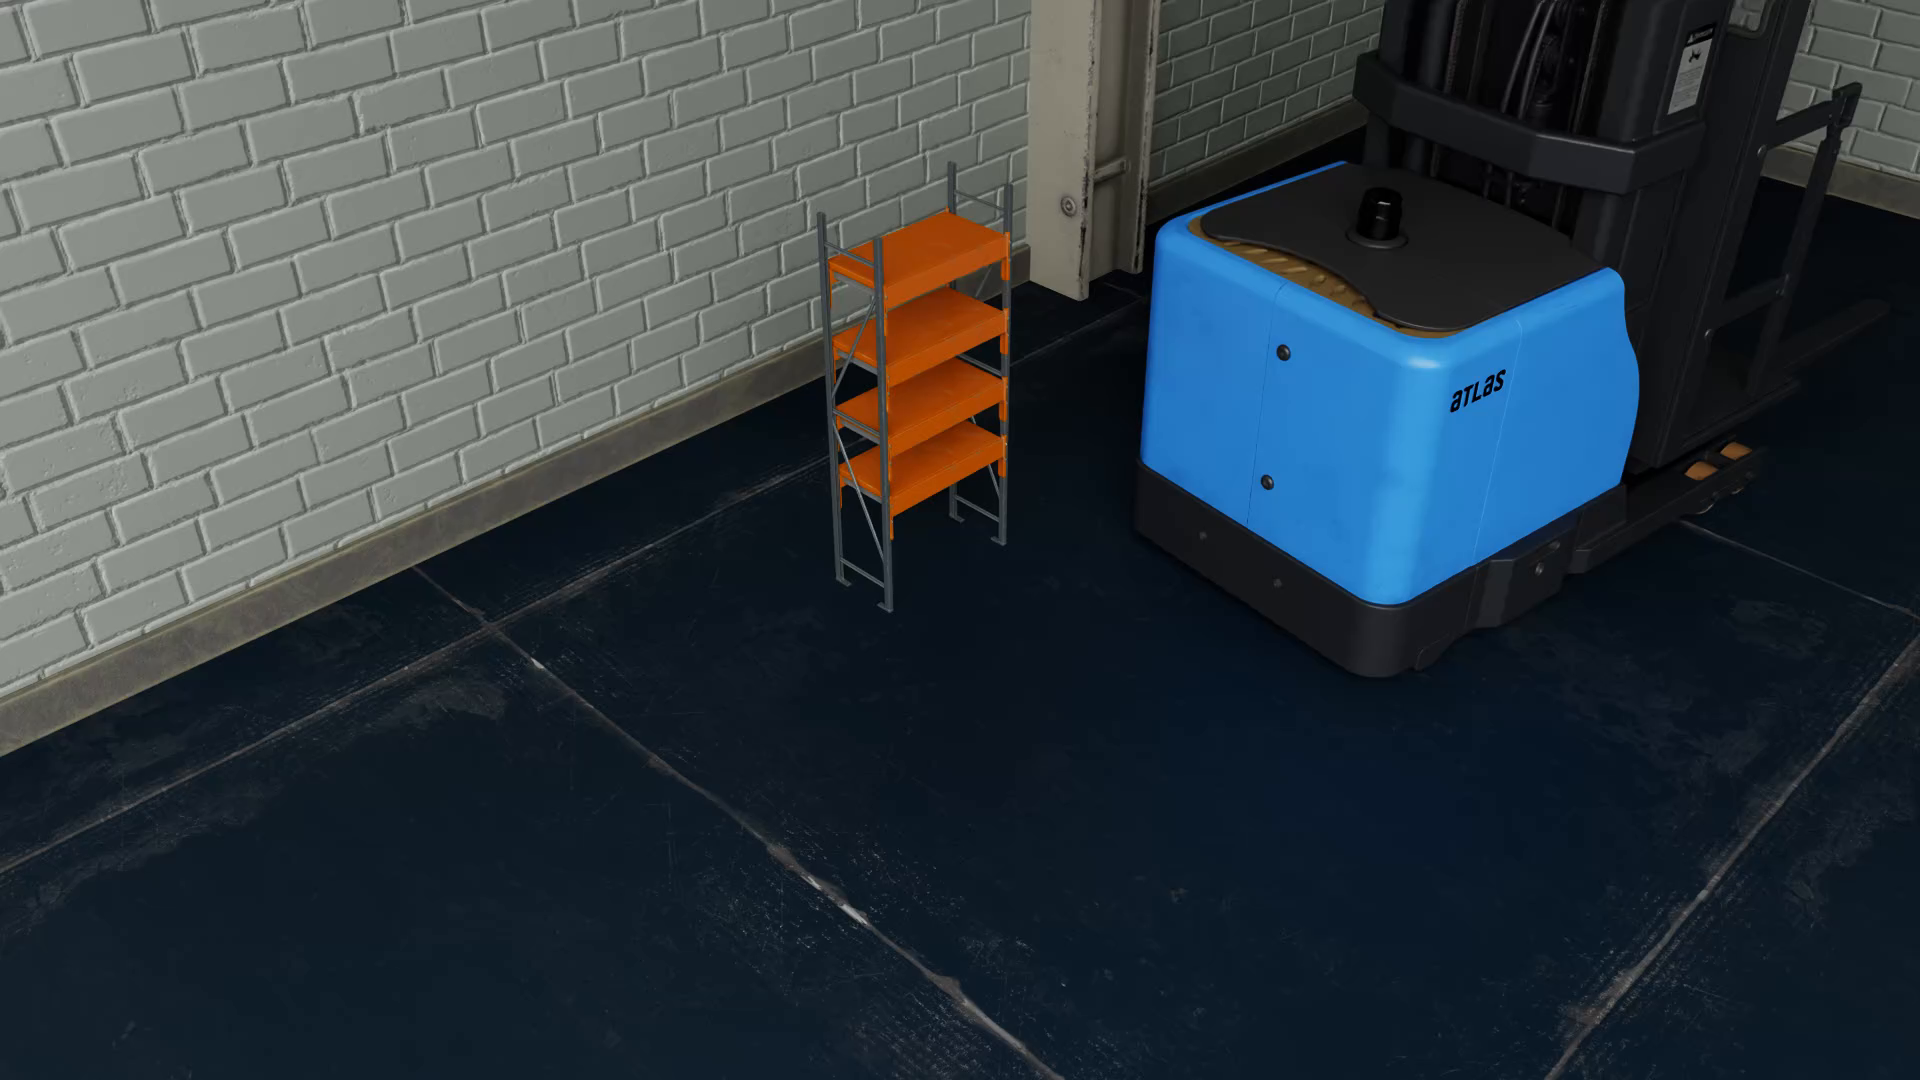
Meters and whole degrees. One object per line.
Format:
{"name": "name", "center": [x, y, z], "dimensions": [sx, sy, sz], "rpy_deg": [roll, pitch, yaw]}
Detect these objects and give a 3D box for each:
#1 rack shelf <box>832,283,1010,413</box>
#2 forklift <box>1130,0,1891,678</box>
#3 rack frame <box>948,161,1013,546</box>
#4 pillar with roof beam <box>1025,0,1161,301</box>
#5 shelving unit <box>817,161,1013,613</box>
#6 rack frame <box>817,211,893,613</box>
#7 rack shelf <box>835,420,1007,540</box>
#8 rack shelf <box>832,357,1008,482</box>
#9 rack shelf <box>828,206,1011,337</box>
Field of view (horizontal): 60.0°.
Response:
{"name": "rack shelf", "center": [-0.117, -0.553, 4.721], "dimensions": [0.258, 0.148, 0.480], "rpy_deg": [30, 45, 35]}
{"name": "forklift", "center": [2.010, -1.504, 4.844], "dimensions": [3.031, 2.935, 1.130], "rpy_deg": [-24, 41, -30]}
{"name": "rack frame", "center": [0.055, -0.524, 4.952], "dimensions": [0.240, 1.200, 0.015], "rpy_deg": [30, 45, 35]}
{"name": "pillar with roof beam", "center": [3.562, -3.047, 1.752], "dimensions": [9.100, 9.000, 0.400], "rpy_deg": [30, 45, 35]}
{"name": "shelving unit", "center": [-0.117, -0.425, 4.810], "dimensions": [0.258, 1.200, 0.503], "rpy_deg": [30, 45, 35]}
{"name": "rack frame", "center": [-0.289, -0.326, 4.668], "dimensions": [0.240, 1.200, 0.015], "rpy_deg": [30, 45, 35]}
{"name": "rack shelf", "center": [-0.117, -0.207, 4.962], "dimensions": [0.258, 0.148, 0.480], "rpy_deg": [30, 45, 35]}
{"name": "rack shelf", "center": [-0.117, -0.370, 4.849], "dimensions": [0.258, 0.148, 0.480], "rpy_deg": [30, 45, 35]}
{"name": "rack shelf", "center": [-0.117, -0.747, 4.586], "dimensions": [0.258, 0.148, 0.480], "rpy_deg": [30, 45, 35]}
